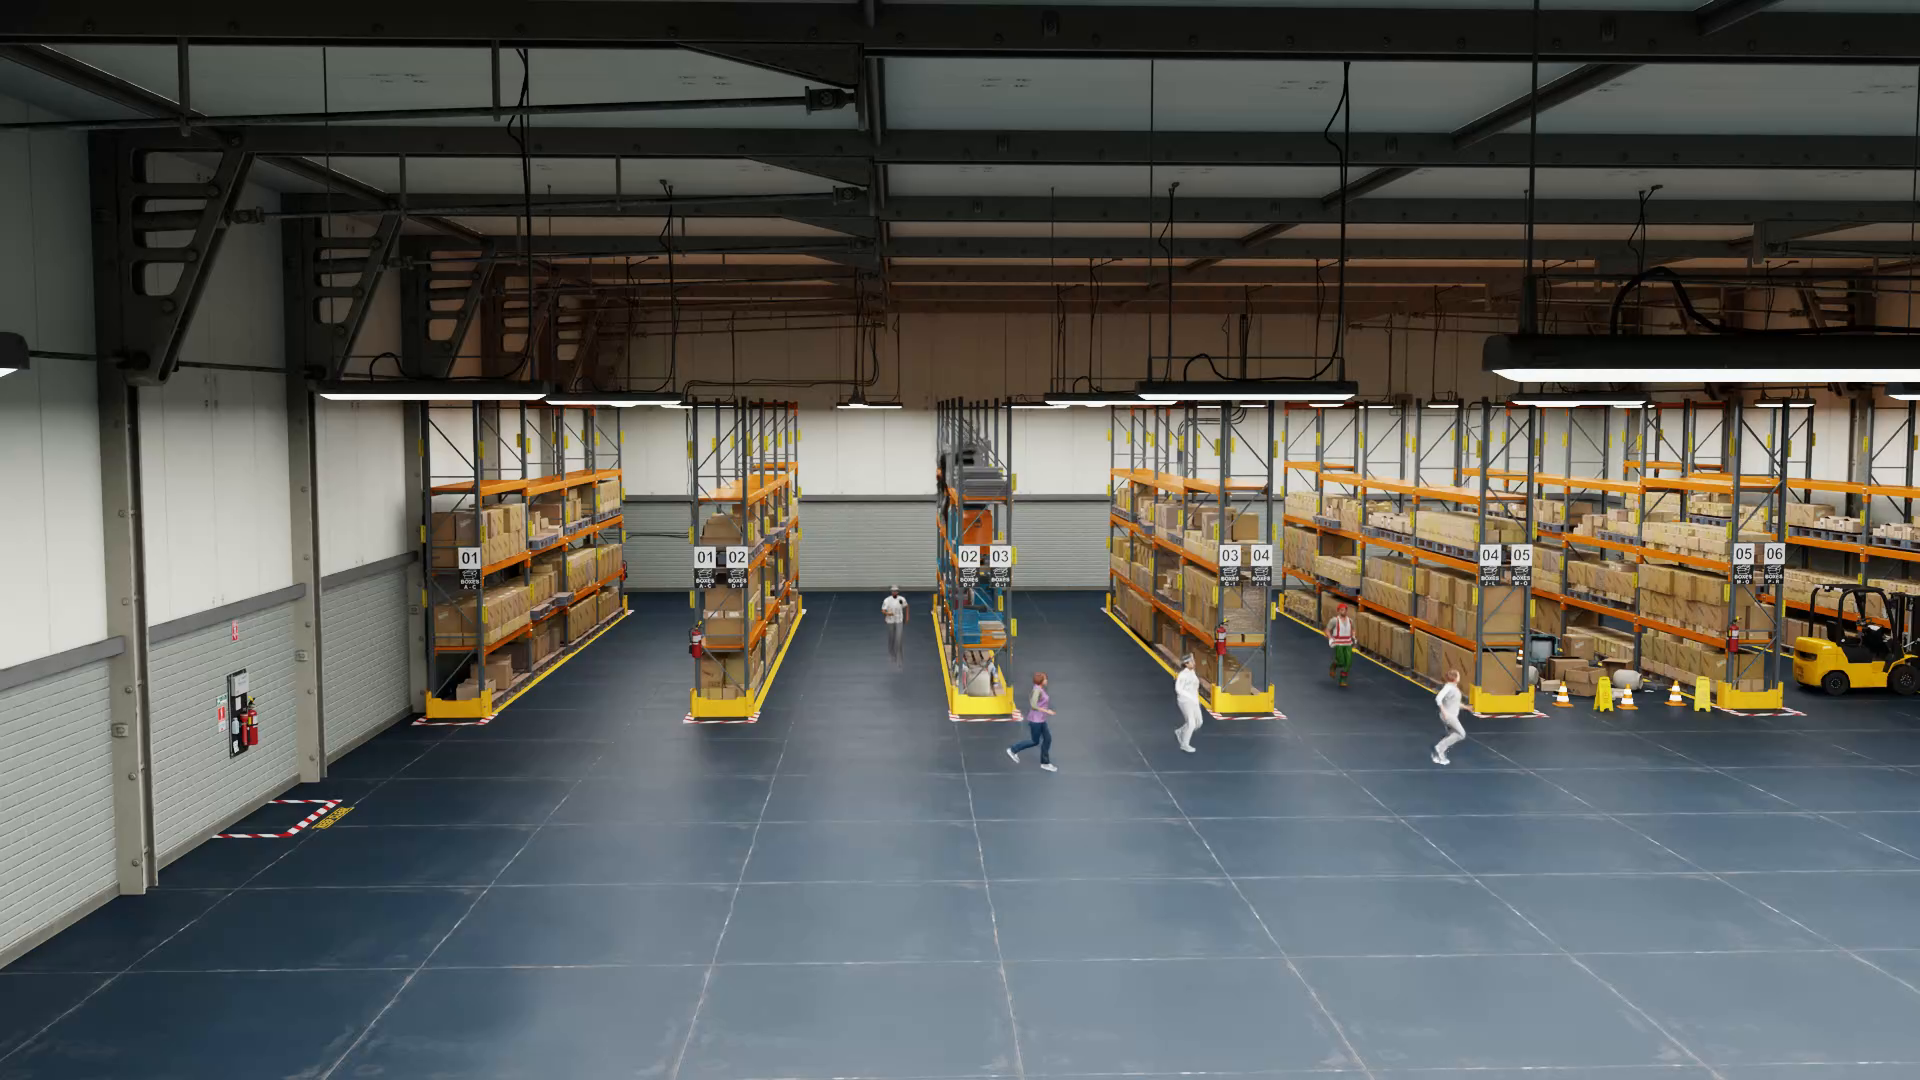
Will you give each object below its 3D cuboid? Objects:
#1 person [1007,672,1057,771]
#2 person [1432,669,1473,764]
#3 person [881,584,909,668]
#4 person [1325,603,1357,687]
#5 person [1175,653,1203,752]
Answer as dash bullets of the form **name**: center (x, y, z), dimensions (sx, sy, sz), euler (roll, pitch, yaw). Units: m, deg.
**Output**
- **person**: center (1.165, 2.889, 26.562), dimensions (0.809, 1.589, 0.525), euler (1, 5, 13)
- **person**: center (7.974, 2.862, 26.930), dimensions (0.629, 1.556, 0.515), euler (2, 5, 26)
- **person**: center (-1.394, 1.827, 35.826), dimensions (0.596, 1.774, 0.732), euler (0, 4, -5)
- **person**: center (7.975, 2.188, 34.688), dimensions (0.672, 1.741, 0.592), euler (-1, 4, -11)
- **person**: center (3.842, 2.734, 28.039), dimensions (0.525, 1.658, 0.639), euler (3, 5, 35)
